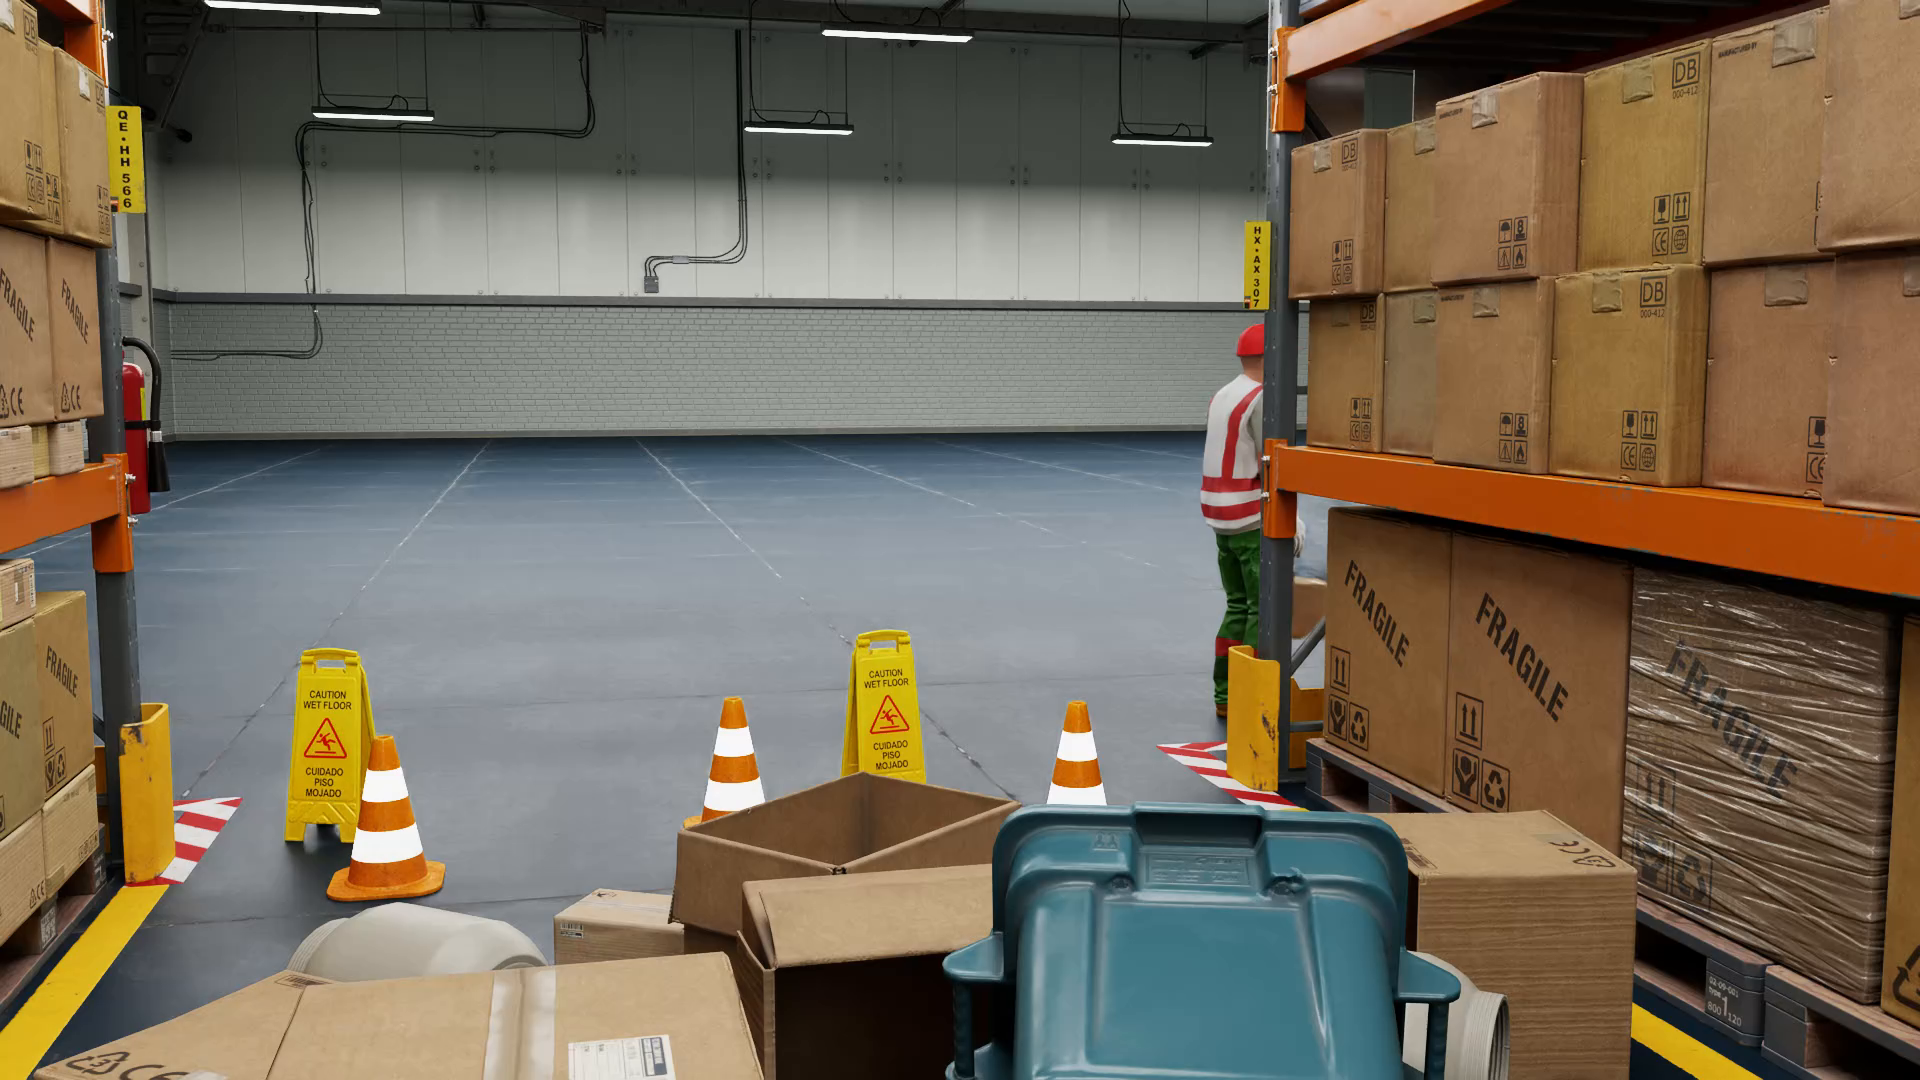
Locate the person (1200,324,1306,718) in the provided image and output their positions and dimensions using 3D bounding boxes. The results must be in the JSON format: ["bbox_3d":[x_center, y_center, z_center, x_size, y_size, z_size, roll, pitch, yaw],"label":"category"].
[{"bbox_3d":[1.308,-0.070,7.460,0.416,1.785,0.553,-2,6,-15],"label":"person"}]
